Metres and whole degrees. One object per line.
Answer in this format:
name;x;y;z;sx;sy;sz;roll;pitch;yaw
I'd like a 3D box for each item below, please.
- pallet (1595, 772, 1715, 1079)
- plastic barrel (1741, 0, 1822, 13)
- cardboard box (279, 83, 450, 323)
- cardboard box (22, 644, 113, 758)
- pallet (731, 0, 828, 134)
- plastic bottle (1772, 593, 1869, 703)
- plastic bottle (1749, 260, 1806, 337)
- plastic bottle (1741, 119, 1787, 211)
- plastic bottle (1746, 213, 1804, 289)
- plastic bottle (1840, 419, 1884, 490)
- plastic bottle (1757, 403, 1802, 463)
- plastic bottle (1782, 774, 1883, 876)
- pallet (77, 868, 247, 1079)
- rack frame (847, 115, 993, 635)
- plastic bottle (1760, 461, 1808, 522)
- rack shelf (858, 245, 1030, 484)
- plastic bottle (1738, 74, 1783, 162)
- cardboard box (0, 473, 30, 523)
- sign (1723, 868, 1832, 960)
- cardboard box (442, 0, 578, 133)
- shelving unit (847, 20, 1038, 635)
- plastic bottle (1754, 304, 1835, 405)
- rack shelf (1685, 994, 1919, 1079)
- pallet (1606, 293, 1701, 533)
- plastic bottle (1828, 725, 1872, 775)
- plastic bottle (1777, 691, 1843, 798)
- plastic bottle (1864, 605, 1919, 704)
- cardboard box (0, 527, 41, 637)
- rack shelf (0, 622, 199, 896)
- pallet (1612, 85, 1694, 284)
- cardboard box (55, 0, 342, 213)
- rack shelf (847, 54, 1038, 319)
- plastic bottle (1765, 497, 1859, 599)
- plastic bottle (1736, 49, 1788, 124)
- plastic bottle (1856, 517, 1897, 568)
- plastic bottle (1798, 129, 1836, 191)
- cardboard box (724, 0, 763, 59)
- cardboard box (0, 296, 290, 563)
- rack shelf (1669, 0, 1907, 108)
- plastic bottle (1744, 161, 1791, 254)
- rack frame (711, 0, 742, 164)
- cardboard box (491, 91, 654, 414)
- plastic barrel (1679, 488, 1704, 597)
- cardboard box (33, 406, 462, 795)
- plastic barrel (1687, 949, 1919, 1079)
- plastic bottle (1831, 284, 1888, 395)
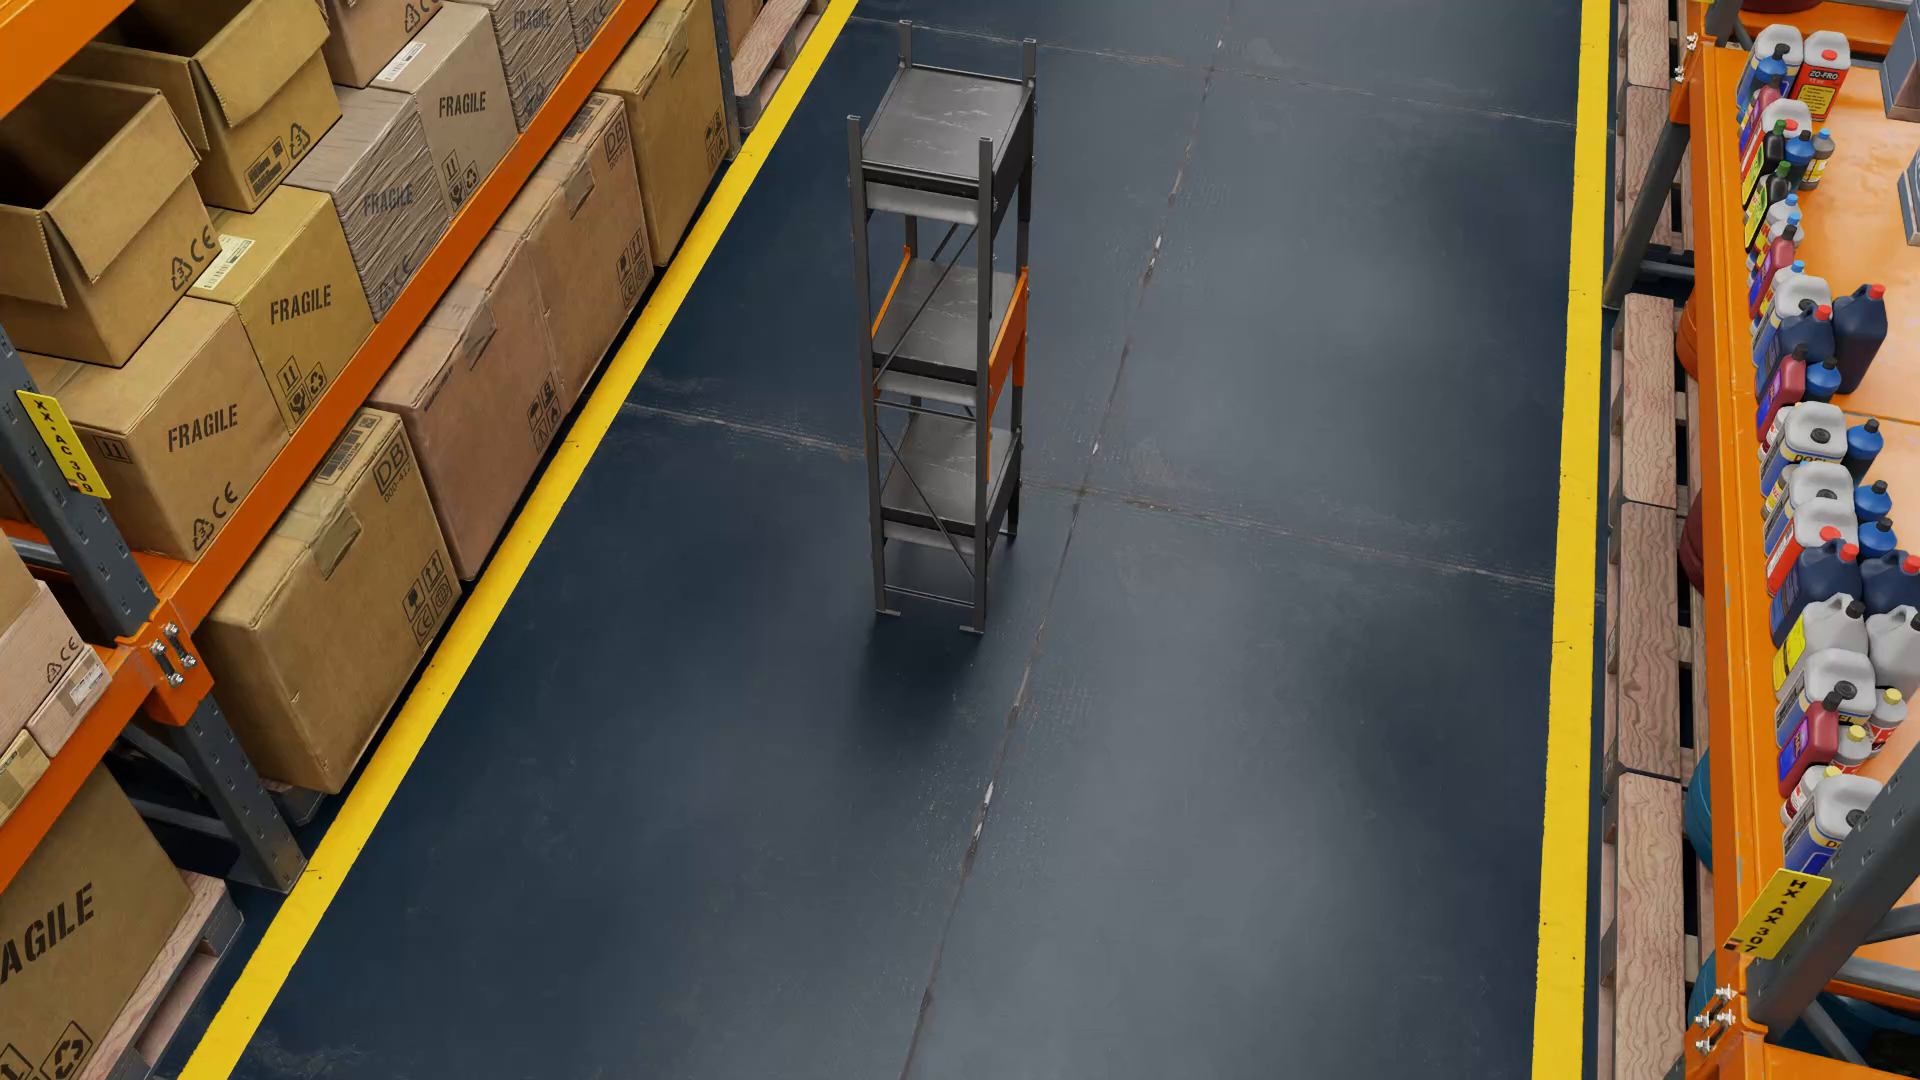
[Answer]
pallet;2.435;1.340;4.927;1.003;0.211;1.213;12;50;10
plastic barrel;3.075;-2.367;6.248;0.600;0.536;0.708;12;50;10
cardboard box;-1.960;-1.053;5.112;0.500;0.500;0.500;11;49;9
cardboard box;-2.350;0.358;4.101;0.380;0.149;0.250;12;50;10
pallet;-1.326;-2.546;8.356;1.003;0.211;1.213;12;50;10
plastic bottle;2.118;0.254;4.058;0.144;0.351;0.185;12;50;10
plastic bottle;2.458;-0.721;4.971;0.097;0.271;0.097;0;49;0
plastic bottle;2.618;-1.216;5.400;0.061;0.283;0.133;12;50;10
plastic bottle;2.519;-0.888;5.119;0.097;0.271;0.097;0;49;0
plastic bottle;2.435;-0.222;4.532;0.097;0.271;0.097;0;49;0
plastic bottle;2.313;-0.300;4.646;0.097;0.201;0.097;0;49;0
plastic bottle;1.984;0.659;3.750;0.152;0.276;0.135;12;50;10
pallet;-2.862;1.447;4.832;1.003;0.211;1.213;12;50;10
rack frame;-0.108;-0.399;5.201;0.400;2.100;0.015;12;50;10
plastic bottle;2.252;-0.132;4.498;0.097;0.201;0.097;0;49;0
rack shelf;-0.044;-0.566;5.367;0.431;0.518;0.480;12;50;10
plastic bottle;2.689;-1.410;5.572;0.061;0.283;0.133;12;50;10
cardboard box;-2.727;-0.436;4.567;0.500;0.500;0.500;12;50;10
sign;1.662;0.765;3.389;0.100;0.325;0.005;12;50;10
cardboard box;-1.695;-1.795;5.767;0.500;0.500;0.500;10;49;9
shelving unit;-0.044;-0.575;5.357;0.431;2.100;0.503;12;50;10
plastic bottle;2.408;-0.543;4.762;0.144;0.351;0.185;12;50;10
rack shelf;1.666;2.651;2.389;1.077;0.370;4.000;12;50;10
pallet;3.078;-0.425;6.485;1.003;0.211;1.213;12;50;10
plastic bottle;2.082;0.510;3.932;0.097;0.201;0.097;0;49;0
plastic bottle;2.001;0.480;3.903;0.061;0.283;0.133;12;50;10
plastic bottle;2.257;0.282;4.033;0.144;0.351;0.185;12;50;10
cardboard box;-2.449;0.078;3.582;0.500;0.500;0.500;13;50;11
rack shelf;-3.113;1.674;3.252;1.077;0.370;4.000;12;50;10
pallet;3.486;-1.556;7.483;1.003;0.211;1.213;12;50;10
cardboard box;-2.234;-1.333;4.690;0.797;0.503;0.637;12;50;10
rack shelf;-0.044;-1.029;4.842;0.431;0.518;0.480;12;50;10
plastic bottle;2.213;0.030;4.306;0.152;0.276;0.135;12;50;10
plastic bottle;2.762;-1.556;5.709;0.097;0.271;0.097;0;49;0
plastic bottle;2.338;0.043;4.298;0.097;0.271;0.097;0;49;0
plastic bottle;2.823;-1.266;5.499;0.097;0.201;0.097;0;49;0
cardboard box;-1.376;-2.711;8.016;0.700;0.500;0.500;9;49;8
cardboard box;-2.224;-0.327;4.471;0.500;0.500;0.500;12;50;10
rack shelf;3.771;-3.135;7.496;1.077;0.370;4.000;12;50;10
plastic bottle;2.557;-1.049;5.253;0.061;0.283;0.133;12;50;10
rack frame;-1.533;-2.904;6.812;1.000;3.000;0.127;12;50;10
cardboard box;-1.977;-1.201;6.447;1.225;0.875;0.875;12;50;10
plastic barrel;2.835;-0.093;5.660;0.600;0.588;0.708;12;50;10
cardboard box;-2.437;0.087;5.310;1.225;0.875;0.875;12;50;10
plastic barrel;2.352;1.132;4.370;0.600;0.901;0.708;12;50;10
plastic bottle;2.590;-0.610;4.821;0.144;0.351;0.185;12;50;10
